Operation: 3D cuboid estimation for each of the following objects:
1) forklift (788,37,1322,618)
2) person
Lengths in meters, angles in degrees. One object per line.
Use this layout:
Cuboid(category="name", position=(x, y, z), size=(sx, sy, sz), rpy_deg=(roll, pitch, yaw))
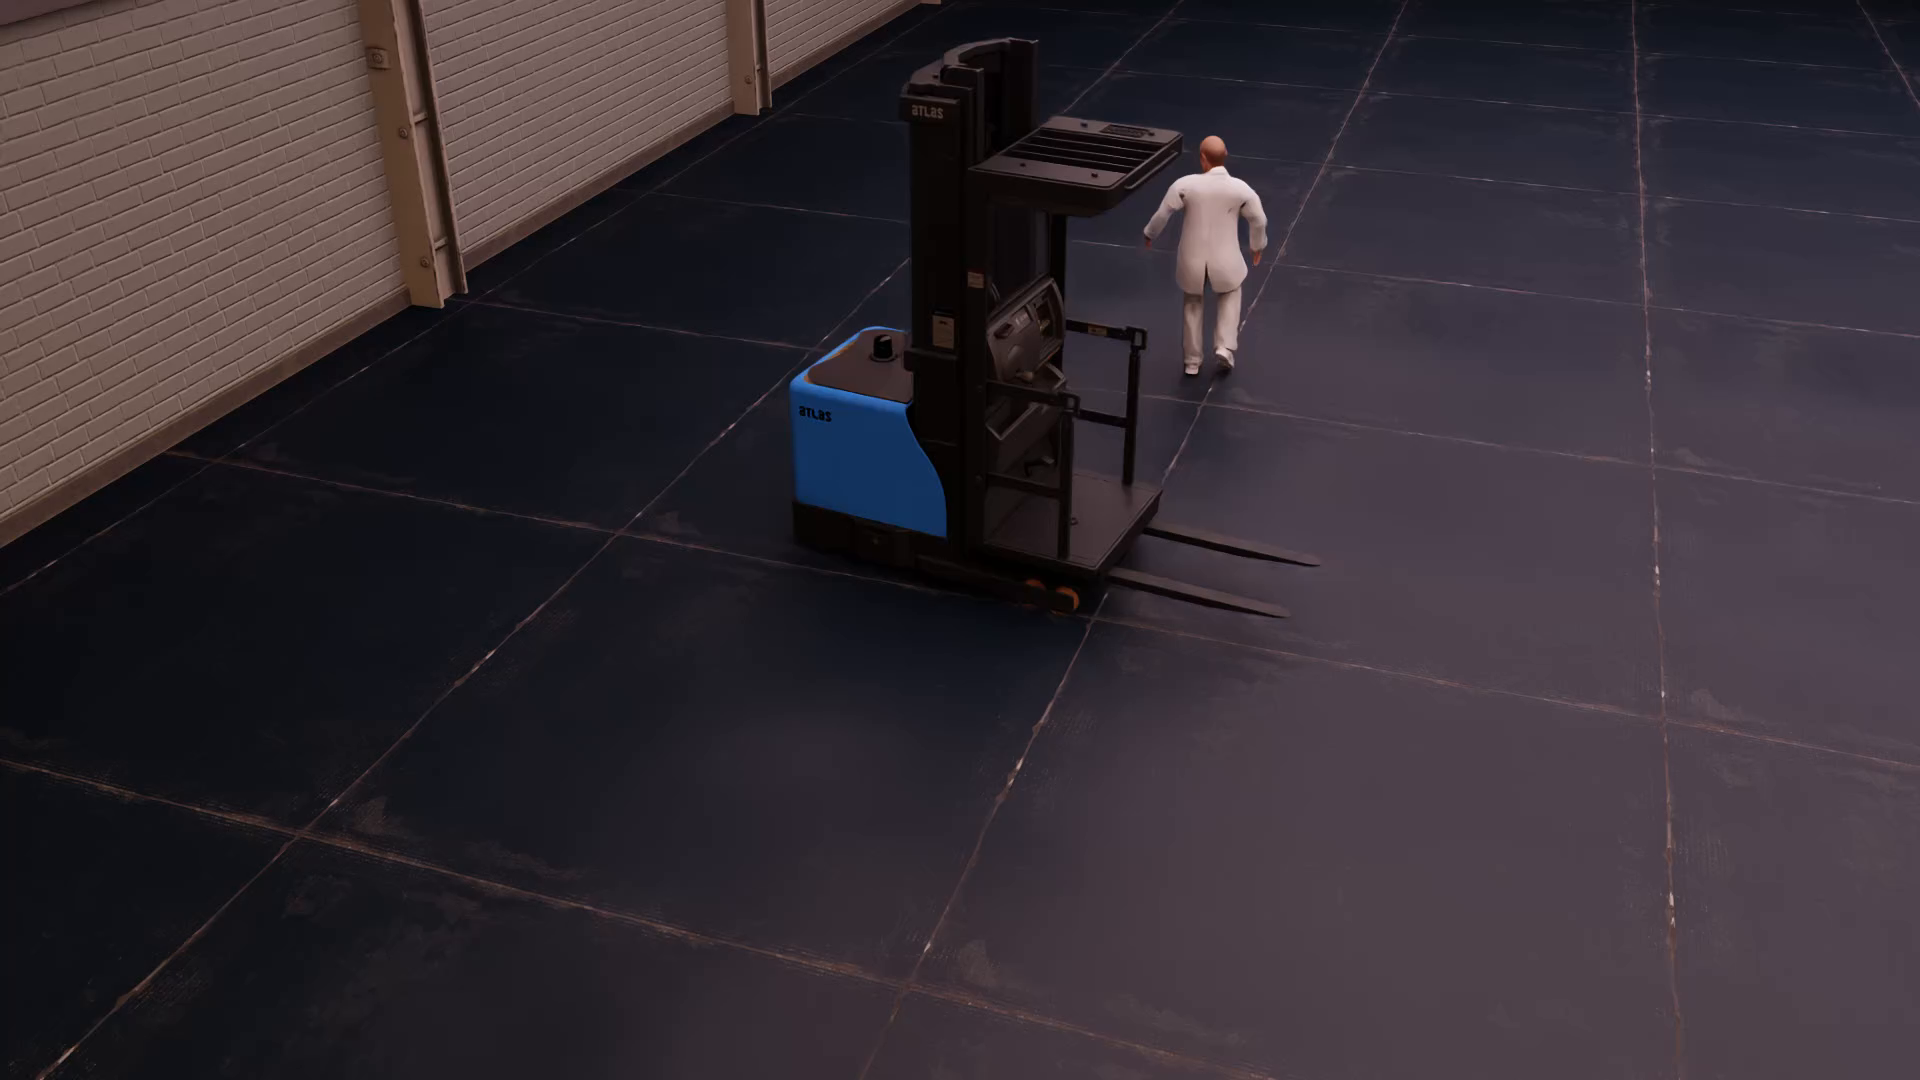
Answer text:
Cuboid(category="forklift", position=(0.551, -1.142, 9.140), size=(3.031, 2.935, 1.130), rpy_deg=(14, 32, 23))
Cuboid(category="person", position=(1.744, -2.033, 11.927), size=(0.872, 1.779, 0.493), rpy_deg=(7, 30, 12))
